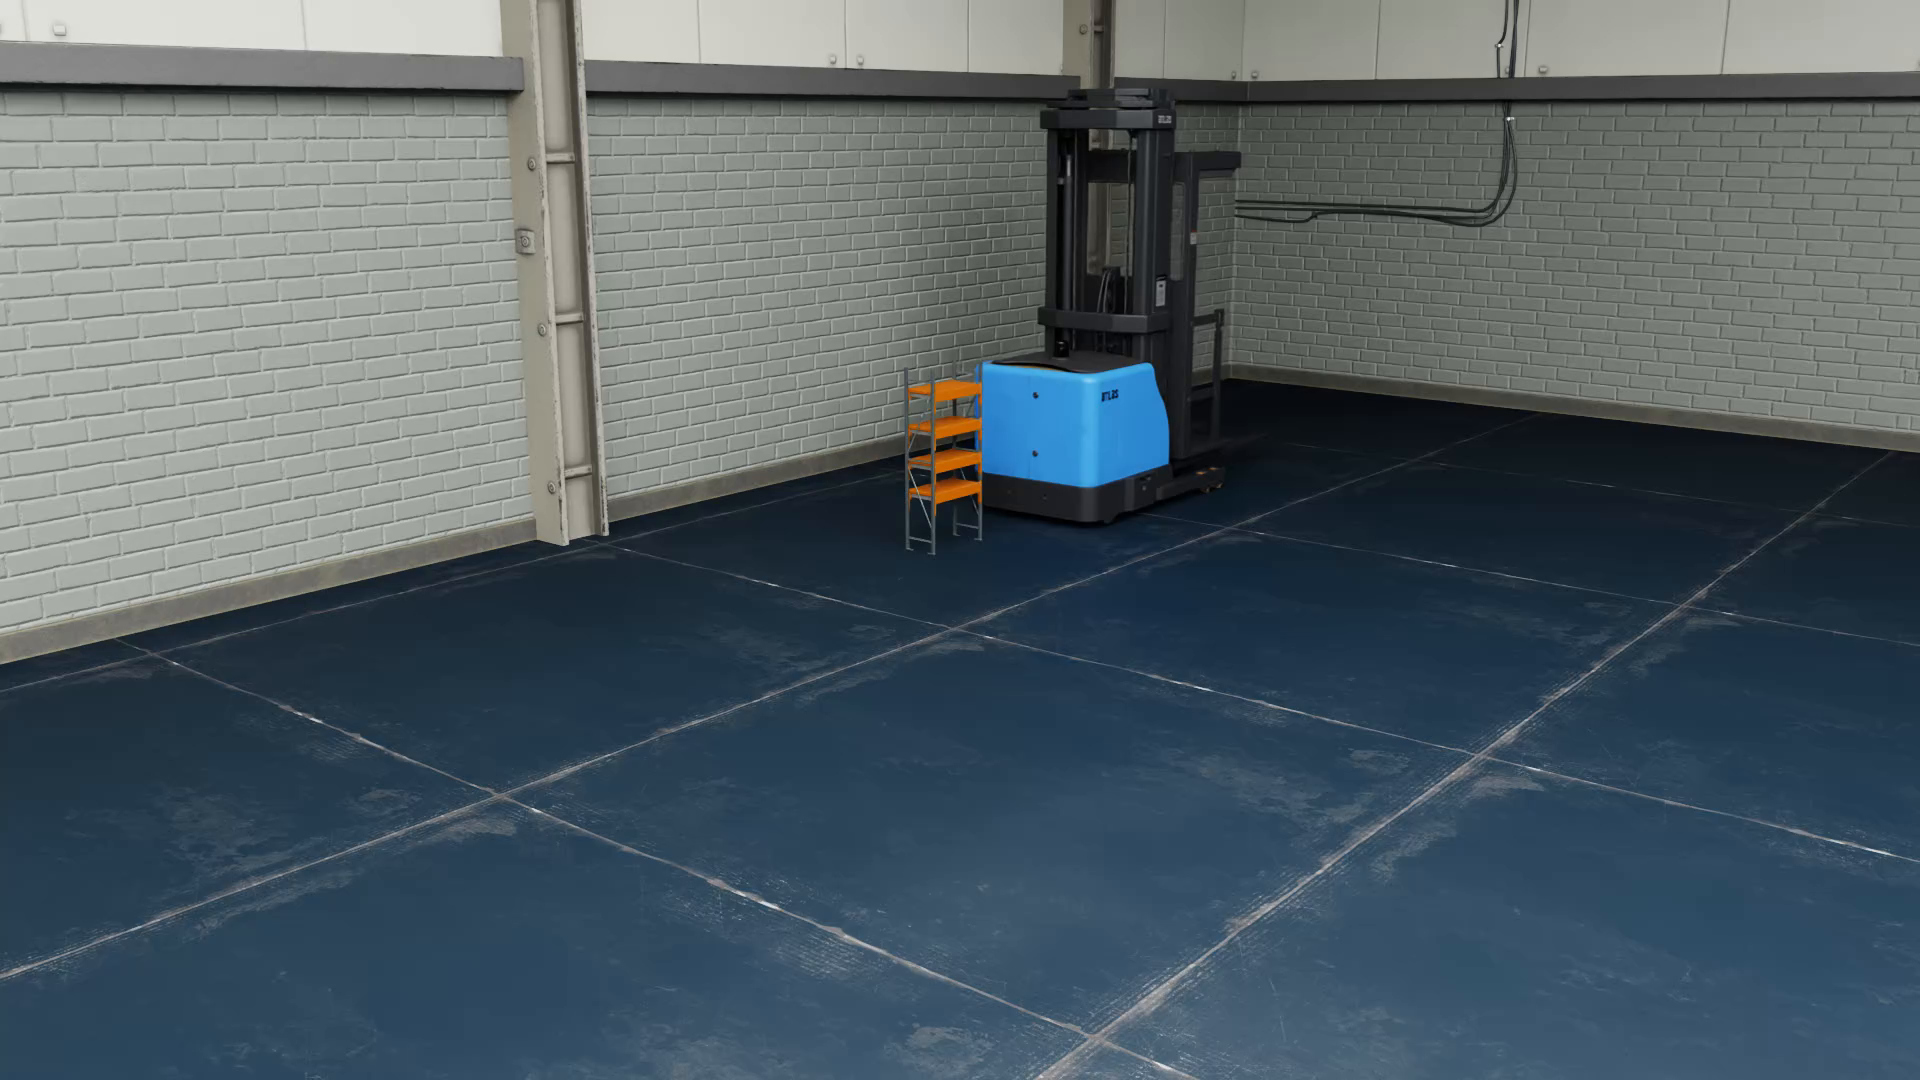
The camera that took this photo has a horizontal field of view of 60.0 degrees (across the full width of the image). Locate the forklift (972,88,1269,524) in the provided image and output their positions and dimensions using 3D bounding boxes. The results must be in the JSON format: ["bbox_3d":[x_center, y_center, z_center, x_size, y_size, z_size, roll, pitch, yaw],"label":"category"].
[{"bbox_3d":[1.371,-1.836,12.395,1.130,2.935,3.031,10,18,35],"label":"forklift"}]

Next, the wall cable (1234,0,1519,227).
[{"bbox_3d":[4.035,-4.388,16.427,3.097,2.526,0.112,11,18,38],"label":"wall cable"}]

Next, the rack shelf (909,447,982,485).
[{"bbox_3d":[-0.104,-0.485,10.867,0.258,0.148,0.480,11,18,38],"label":"rack shelf"}]

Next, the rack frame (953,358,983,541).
[{"bbox_3d":[0.049,-0.597,11.034,0.240,1.200,0.015,11,18,38],"label":"rack frame"}]

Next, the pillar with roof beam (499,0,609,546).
[{"bbox_3d":[0.733,-3.718,7.484,9.100,9.000,0.400,11,18,38],"label":"pillar with roof beam"}]

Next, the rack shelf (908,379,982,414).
[{"bbox_3d":[-0.104,-0.931,10.754,0.258,0.148,0.480,11,18,38],"label":"rack shelf"}]

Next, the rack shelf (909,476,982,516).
[{"bbox_3d":[-0.104,-0.292,10.916,0.258,0.148,0.480,11,18,38],"label":"rack shelf"}]

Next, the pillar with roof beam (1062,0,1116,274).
[{"bbox_3d":[4.504,-4.867,12.007,9.100,9.000,0.400,11,18,38],"label":"pillar with roof beam"}]

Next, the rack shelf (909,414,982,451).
[{"bbox_3d":[-0.104,-0.701,10.812,0.258,0.148,0.480,11,18,38],"label":"rack shelf"}]

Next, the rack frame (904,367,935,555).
[{"bbox_3d":[-0.257,-0.503,10.666,0.240,1.200,0.015,11,18,38],"label":"rack frame"}]

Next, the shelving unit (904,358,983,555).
[{"bbox_3d":[-0.104,-0.550,10.850,0.258,1.200,0.503,11,18,38],"label":"shelving unit"}]
